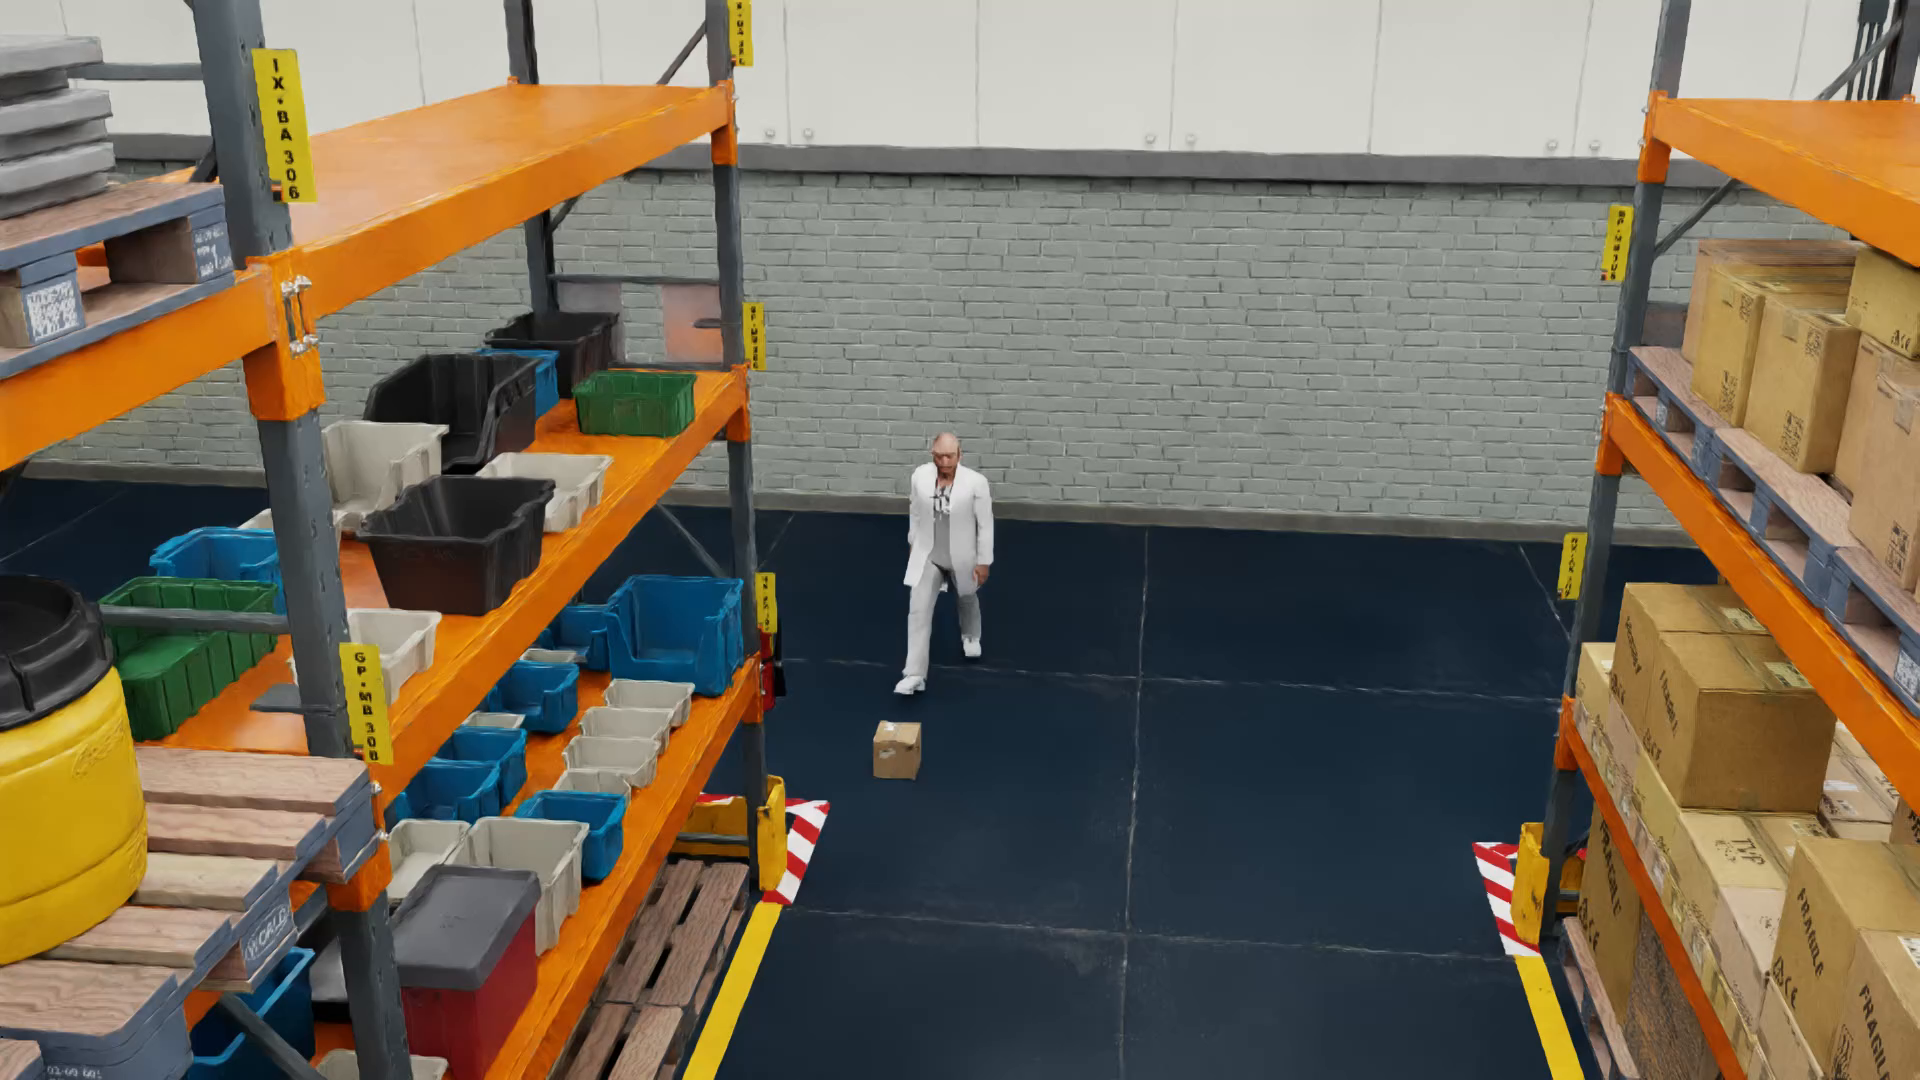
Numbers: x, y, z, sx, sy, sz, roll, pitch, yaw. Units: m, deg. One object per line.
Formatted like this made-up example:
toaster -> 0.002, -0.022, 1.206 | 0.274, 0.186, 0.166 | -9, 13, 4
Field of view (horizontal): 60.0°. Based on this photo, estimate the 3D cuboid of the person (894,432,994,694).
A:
person -> -0.090, 0.098, 10.865 | 0.616, 1.684, 1.154 | 4, 21, 11
